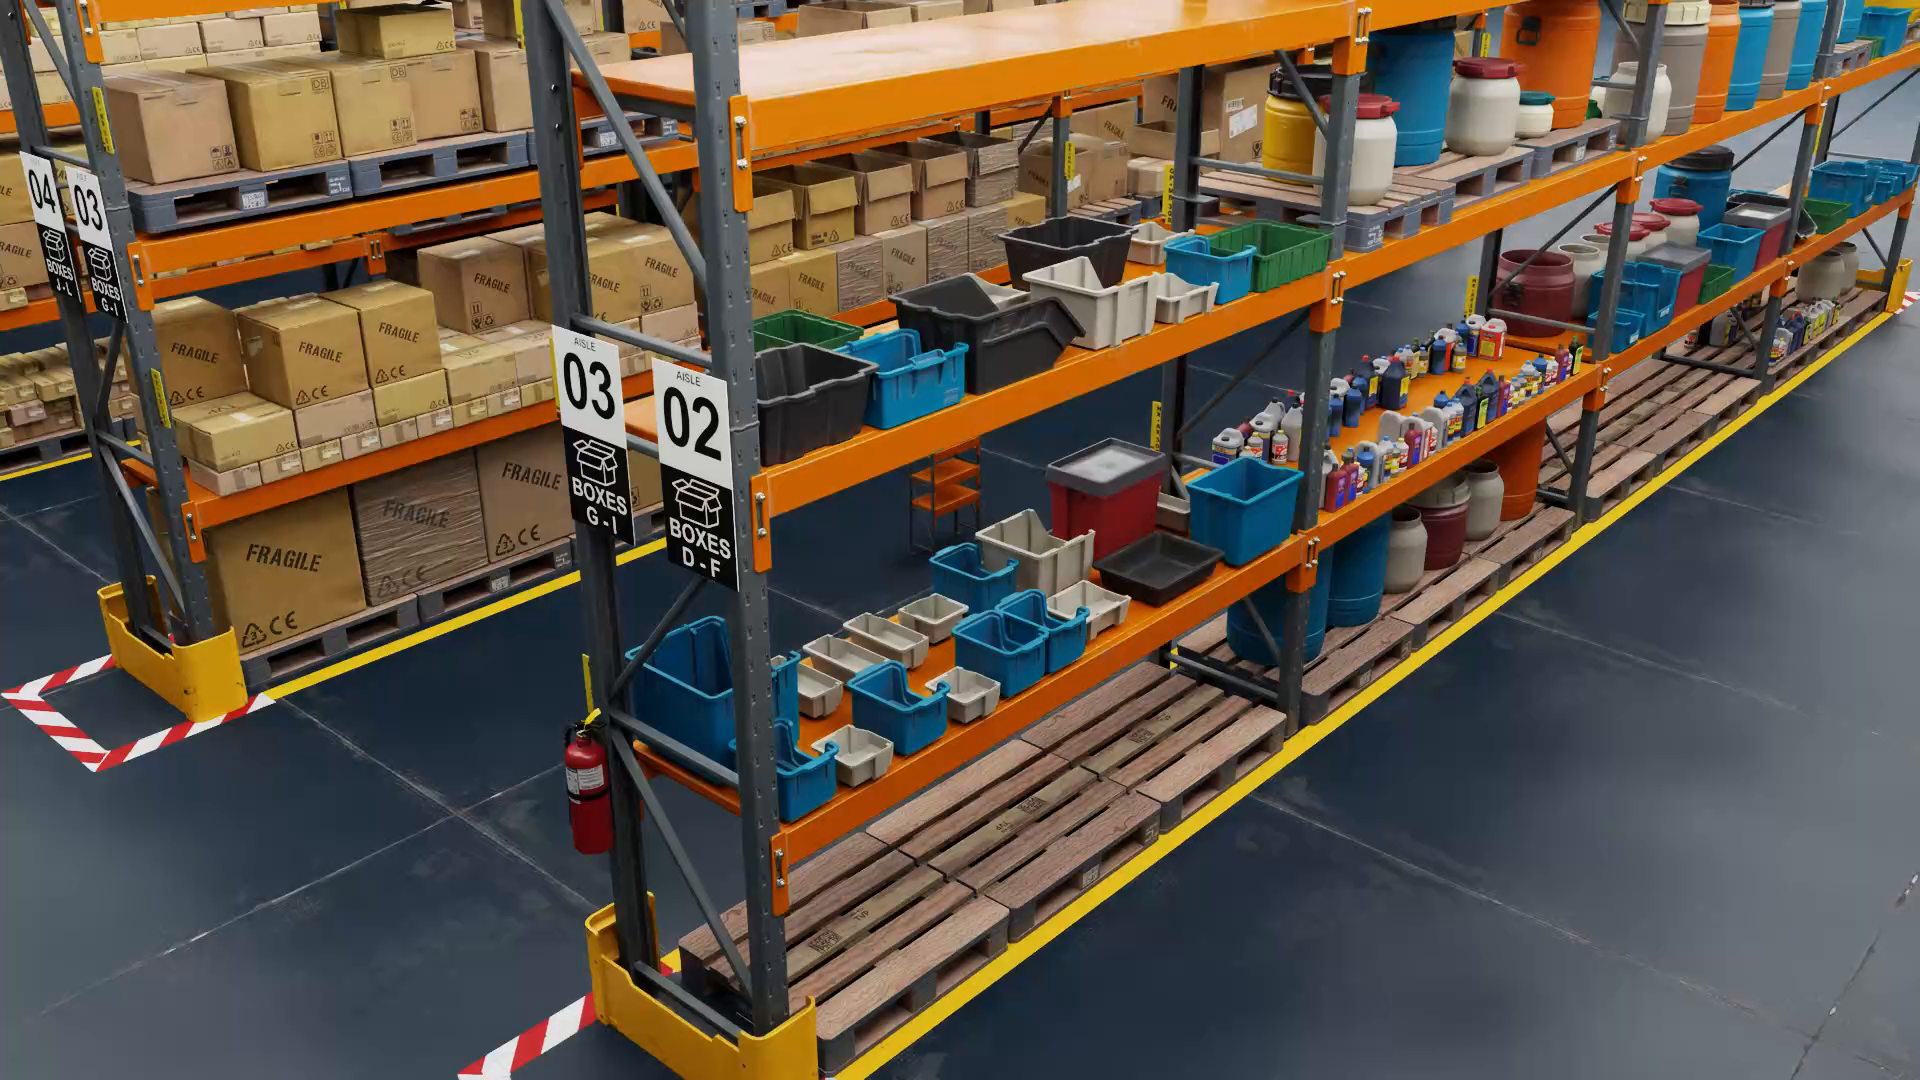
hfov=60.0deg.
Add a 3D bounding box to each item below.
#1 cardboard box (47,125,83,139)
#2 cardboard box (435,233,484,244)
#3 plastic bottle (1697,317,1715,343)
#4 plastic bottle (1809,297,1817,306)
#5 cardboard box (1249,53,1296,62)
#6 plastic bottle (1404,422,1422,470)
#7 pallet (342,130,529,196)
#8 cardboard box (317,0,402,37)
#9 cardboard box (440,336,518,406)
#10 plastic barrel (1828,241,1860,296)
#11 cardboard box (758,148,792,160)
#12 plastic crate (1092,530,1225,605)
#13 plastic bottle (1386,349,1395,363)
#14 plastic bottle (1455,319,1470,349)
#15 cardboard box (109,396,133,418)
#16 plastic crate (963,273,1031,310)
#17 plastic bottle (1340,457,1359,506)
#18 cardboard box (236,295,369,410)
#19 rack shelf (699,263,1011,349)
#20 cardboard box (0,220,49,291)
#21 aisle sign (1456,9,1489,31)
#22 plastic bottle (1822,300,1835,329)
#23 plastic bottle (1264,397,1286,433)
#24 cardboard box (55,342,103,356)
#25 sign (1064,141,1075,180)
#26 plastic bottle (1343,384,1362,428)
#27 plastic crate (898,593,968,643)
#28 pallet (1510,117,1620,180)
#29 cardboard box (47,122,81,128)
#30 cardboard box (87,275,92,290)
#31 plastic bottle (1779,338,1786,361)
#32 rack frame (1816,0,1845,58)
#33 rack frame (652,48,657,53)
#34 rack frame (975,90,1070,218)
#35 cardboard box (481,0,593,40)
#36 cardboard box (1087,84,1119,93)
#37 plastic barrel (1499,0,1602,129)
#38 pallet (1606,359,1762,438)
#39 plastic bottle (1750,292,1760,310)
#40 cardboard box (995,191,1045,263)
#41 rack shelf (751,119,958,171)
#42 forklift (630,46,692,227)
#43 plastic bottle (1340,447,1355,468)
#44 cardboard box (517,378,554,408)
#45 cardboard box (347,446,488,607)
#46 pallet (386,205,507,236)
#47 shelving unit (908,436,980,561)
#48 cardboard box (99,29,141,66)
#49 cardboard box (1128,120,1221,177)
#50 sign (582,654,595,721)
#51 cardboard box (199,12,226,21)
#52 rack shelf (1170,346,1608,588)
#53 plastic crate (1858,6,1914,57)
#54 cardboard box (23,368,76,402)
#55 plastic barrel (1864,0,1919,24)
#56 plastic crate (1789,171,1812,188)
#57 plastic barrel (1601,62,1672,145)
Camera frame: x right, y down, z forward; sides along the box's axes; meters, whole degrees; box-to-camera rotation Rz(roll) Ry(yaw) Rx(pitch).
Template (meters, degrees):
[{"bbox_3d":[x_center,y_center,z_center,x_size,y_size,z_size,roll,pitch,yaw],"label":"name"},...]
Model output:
[{"bbox_3d":[-7.274,-3.205,13.994,0.500,0.500,0.500,19,30,36],"label":"cardboard box"},{"bbox_3d":[-5.092,-2.943,16.745,0.500,0.250,0.500,22,32,40],"label":"cardboard box"},{"bbox_3d":[7.115,-2.068,15.867,0.144,0.351,0.185,19,30,36],"label":"plastic bottle"},{"bbox_3d":[8.402,-2.261,16.381,0.061,0.283,0.133,20,31,38],"label":"plastic bottle"},{"bbox_3d":[3.307,-5.003,18.006,0.500,0.500,0.500,20,31,38],"label":"cardboard box"},{"bbox_3d":[2.716,-0.576,9.983,0.061,0.283,0.133,20,31,38],"label":"plastic bottle"},{"bbox_3d":[-3.496,-2.428,10.412,1.003,0.211,1.213,20,31,38],"label":"pallet"},{"bbox_3d":[-5.419,-4.793,14.942,0.700,0.500,0.500,20,31,38],"label":"cardboard box"},{"bbox_3d":[-3.252,-1.110,10.850,0.500,0.250,0.500,19,31,37],"label":"cardboard box"},{"bbox_3d":[9.187,-2.855,17.449,0.421,0.512,0.421,0,24,0],"label":"plastic barrel"},{"bbox_3d":[-2.247,-4.584,18.657,0.500,0.500,0.500,20,31,37],"label":"cardboard box"},{"bbox_3d":[1.014,0.149,8.486,0.437,0.125,0.590,20,31,38],"label":"plastic crate"},{"bbox_3d":[2.896,-1.146,11.253,0.061,0.283,0.133,20,31,38],"label":"plastic bottle"},{"bbox_3d":[3.603,-1.452,11.951,0.097,0.271,0.097,0,24,0],"label":"plastic bottle"},{"bbox_3d":[-7.210,-1.177,14.151,0.380,0.149,0.250,20,31,38],"label":"cardboard box"},{"bbox_3d":[0.085,-1.091,7.643,0.437,0.136,0.530,20,31,38],"label":"plastic crate"},{"bbox_3d":[2.212,-0.346,9.470,0.061,0.283,0.133,20,31,38],"label":"plastic bottle"},{"bbox_3d":[-3.942,-1.132,9.982,0.500,0.500,0.500,19,31,36],"label":"cardboard box"},{"bbox_3d":[-0.793,-1.997,13.888,1.077,0.370,4.000,20,31,38],"label":"rack shelf"},{"bbox_3d":[-7.580,-2.295,13.188,0.500,0.500,0.500,20,31,38],"label":"cardboard box"},{"bbox_3d":[6.146,-6.495,19.864,0.394,0.787,0.004,20,31,38],"label":"aisle sign"},{"bbox_3d":[8.482,-2.229,16.318,0.152,0.276,0.135,20,31,38],"label":"plastic bottle"},{"bbox_3d":[1.930,-0.711,10.200,0.144,0.351,0.185,20,31,38],"label":"plastic bottle"},{"bbox_3d":[-7.613,-1.608,14.386,0.380,0.149,0.250,22,32,39],"label":"cardboard box"},{"bbox_3d":[0.957,-3.312,14.528,0.100,0.325,0.005,20,31,38],"label":"sign"},{"bbox_3d":[2.513,-0.861,10.633,0.097,0.271,0.097,0,24,0],"label":"plastic bottle"},{"bbox_3d":[-0.144,0.379,7.959,0.298,0.136,0.250,20,31,38],"label":"plastic crate"},{"bbox_3d":[3.647,-2.658,11.049,1.003,0.211,1.213,20,31,38],"label":"pallet"},{"bbox_3d":[-9.617,-4.705,17.703,0.500,0.500,0.500,20,31,37],"label":"cardboard box"},{"bbox_3d":[-7.149,-2.193,13.753,0.380,0.149,0.250,19,31,37],"label":"cardboard box"},{"bbox_3d":[7.575,-1.764,15.372,0.097,0.201,0.097,0,24,0],"label":"plastic bottle"},{"bbox_3d":[6.900,-5.538,13.575,1.000,3.000,0.127,20,31,38],"label":"rack frame"},{"bbox_3d":[-3.084,-4.320,18.189,1.000,3.000,0.127,20,31,38],"label":"rack frame"},{"bbox_3d":[0.542,-2.935,15.100,1.000,3.000,0.127,20,31,38],"label":"rack frame"},{"bbox_3d":[-2.760,-3.425,10.853,0.500,0.250,0.500,18,30,34],"label":"cardboard box"},{"bbox_3d":[1.690,-6.527,22.928,0.875,0.550,0.550,20,31,38],"label":"cardboard box"},{"bbox_3d":[3.849,-3.166,10.912,0.600,0.830,0.708,20,31,38],"label":"plastic barrel"},{"bbox_3d":[6.405,-1.279,14.815,1.003,0.211,1.213,20,31,38],"label":"pallet"},{"bbox_3d":[8.058,-2.445,16.890,0.097,0.201,0.097,0,24,0],"label":"plastic bottle"},{"bbox_3d":[0.397,-2.762,14.593,0.500,0.500,0.500,21,32,39],"label":"cardboard box"},{"bbox_3d":[-1.750,-4.601,19.696,1.077,0.370,4.000,20,31,38],"label":"rack shelf"},{"bbox_3d":[-2.332,-3.118,15.593,1.130,2.935,3.031,19,31,36],"label":"forklift"},{"bbox_3d":[2.292,-0.450,9.801,0.097,0.201,0.097,0,24,0],"label":"plastic bottle"},{"bbox_3d":[-2.945,-1.027,11.153,0.380,0.149,0.250,20,31,37],"label":"cardboard box"},{"bbox_3d":[-3.823,-0.214,11.115,0.875,0.875,0.875,20,31,38],"label":"cardboard box"},{"bbox_3d":[-5.136,-3.207,15.941,1.003,0.211,1.213,20,31,38],"label":"pallet"},{"bbox_3d":[-0.110,-0.497,11.863,0.258,1.200,0.503,20,31,38],"label":"shelving unit"},{"bbox_3d":[-6.907,-3.938,13.244,0.500,0.250,0.500,19,30,36],"label":"cardboard box"},{"bbox_3d":[2.123,-3.839,16.477,0.637,0.503,0.797,-20,31,-38],"label":"cardboard box"},{"bbox_3d":[-1.529,0.635,6.938,0.100,0.325,0.005,20,31,38],"label":"sign"},{"bbox_3d":[-6.323,-4.424,13.841,0.380,0.149,0.250,22,32,39],"label":"cardboard box"},{"bbox_3d":[2.895,-0.645,10.872,1.077,0.370,4.000,20,31,38],"label":"rack shelf"},{"bbox_3d":[8.521,-4.718,15.430,0.392,0.384,0.575,20,31,38],"label":"plastic crate"},{"bbox_3d":[-7.463,-1.270,13.632,0.380,0.149,0.250,20,31,37],"label":"cardboard box"},{"bbox_3d":[8.903,-5.284,15.930,0.600,0.588,0.600,0,24,0],"label":"plastic barrel"},{"bbox_3d":[8.733,-3.715,17.162,0.298,0.136,0.250,20,31,38],"label":"plastic crate"},{"bbox_3d":[4.666,-3.013,11.472,0.421,0.512,0.421,0,24,0],"label":"plastic barrel"}]
